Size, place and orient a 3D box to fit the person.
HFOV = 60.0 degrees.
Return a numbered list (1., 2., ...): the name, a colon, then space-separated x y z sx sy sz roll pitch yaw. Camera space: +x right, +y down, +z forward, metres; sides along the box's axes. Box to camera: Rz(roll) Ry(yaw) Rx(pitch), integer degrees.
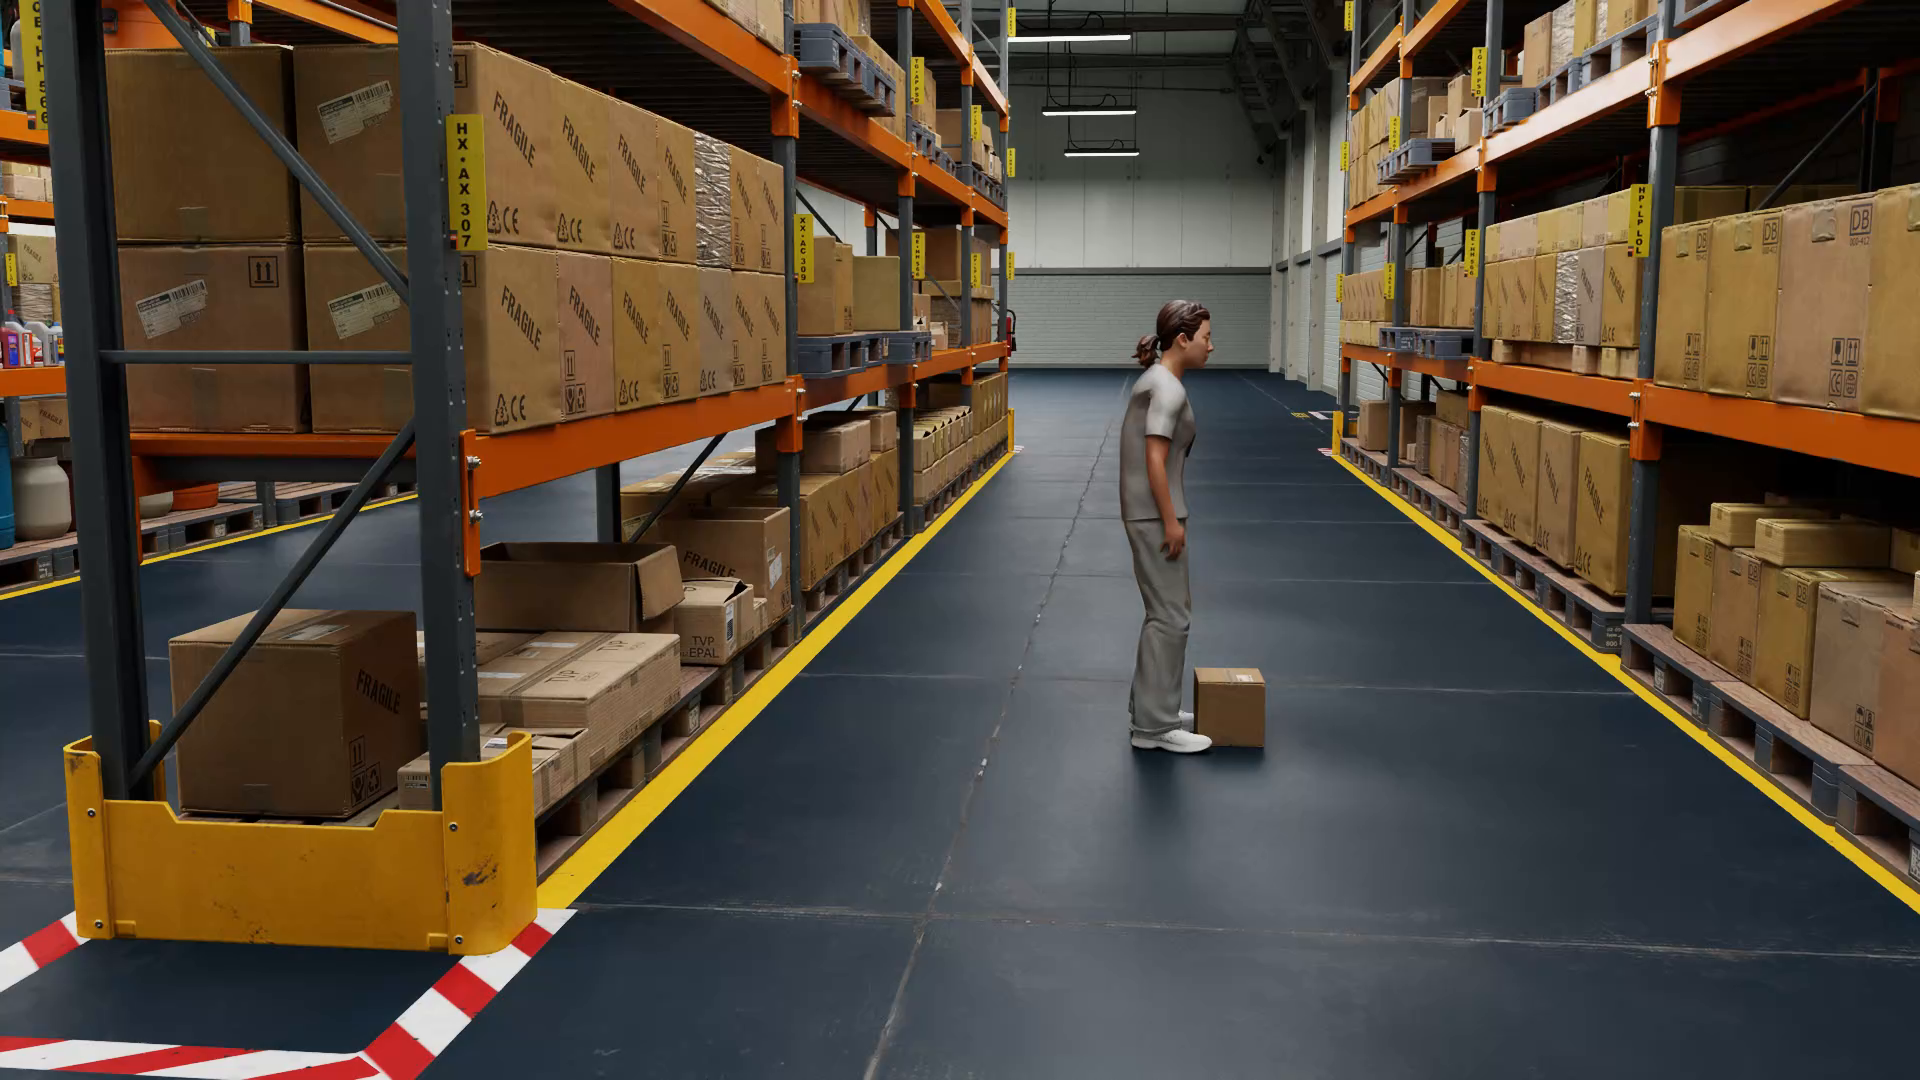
1. person: 0.779 -0.066 6.295 0.359 1.672 0.485 1 8 6
